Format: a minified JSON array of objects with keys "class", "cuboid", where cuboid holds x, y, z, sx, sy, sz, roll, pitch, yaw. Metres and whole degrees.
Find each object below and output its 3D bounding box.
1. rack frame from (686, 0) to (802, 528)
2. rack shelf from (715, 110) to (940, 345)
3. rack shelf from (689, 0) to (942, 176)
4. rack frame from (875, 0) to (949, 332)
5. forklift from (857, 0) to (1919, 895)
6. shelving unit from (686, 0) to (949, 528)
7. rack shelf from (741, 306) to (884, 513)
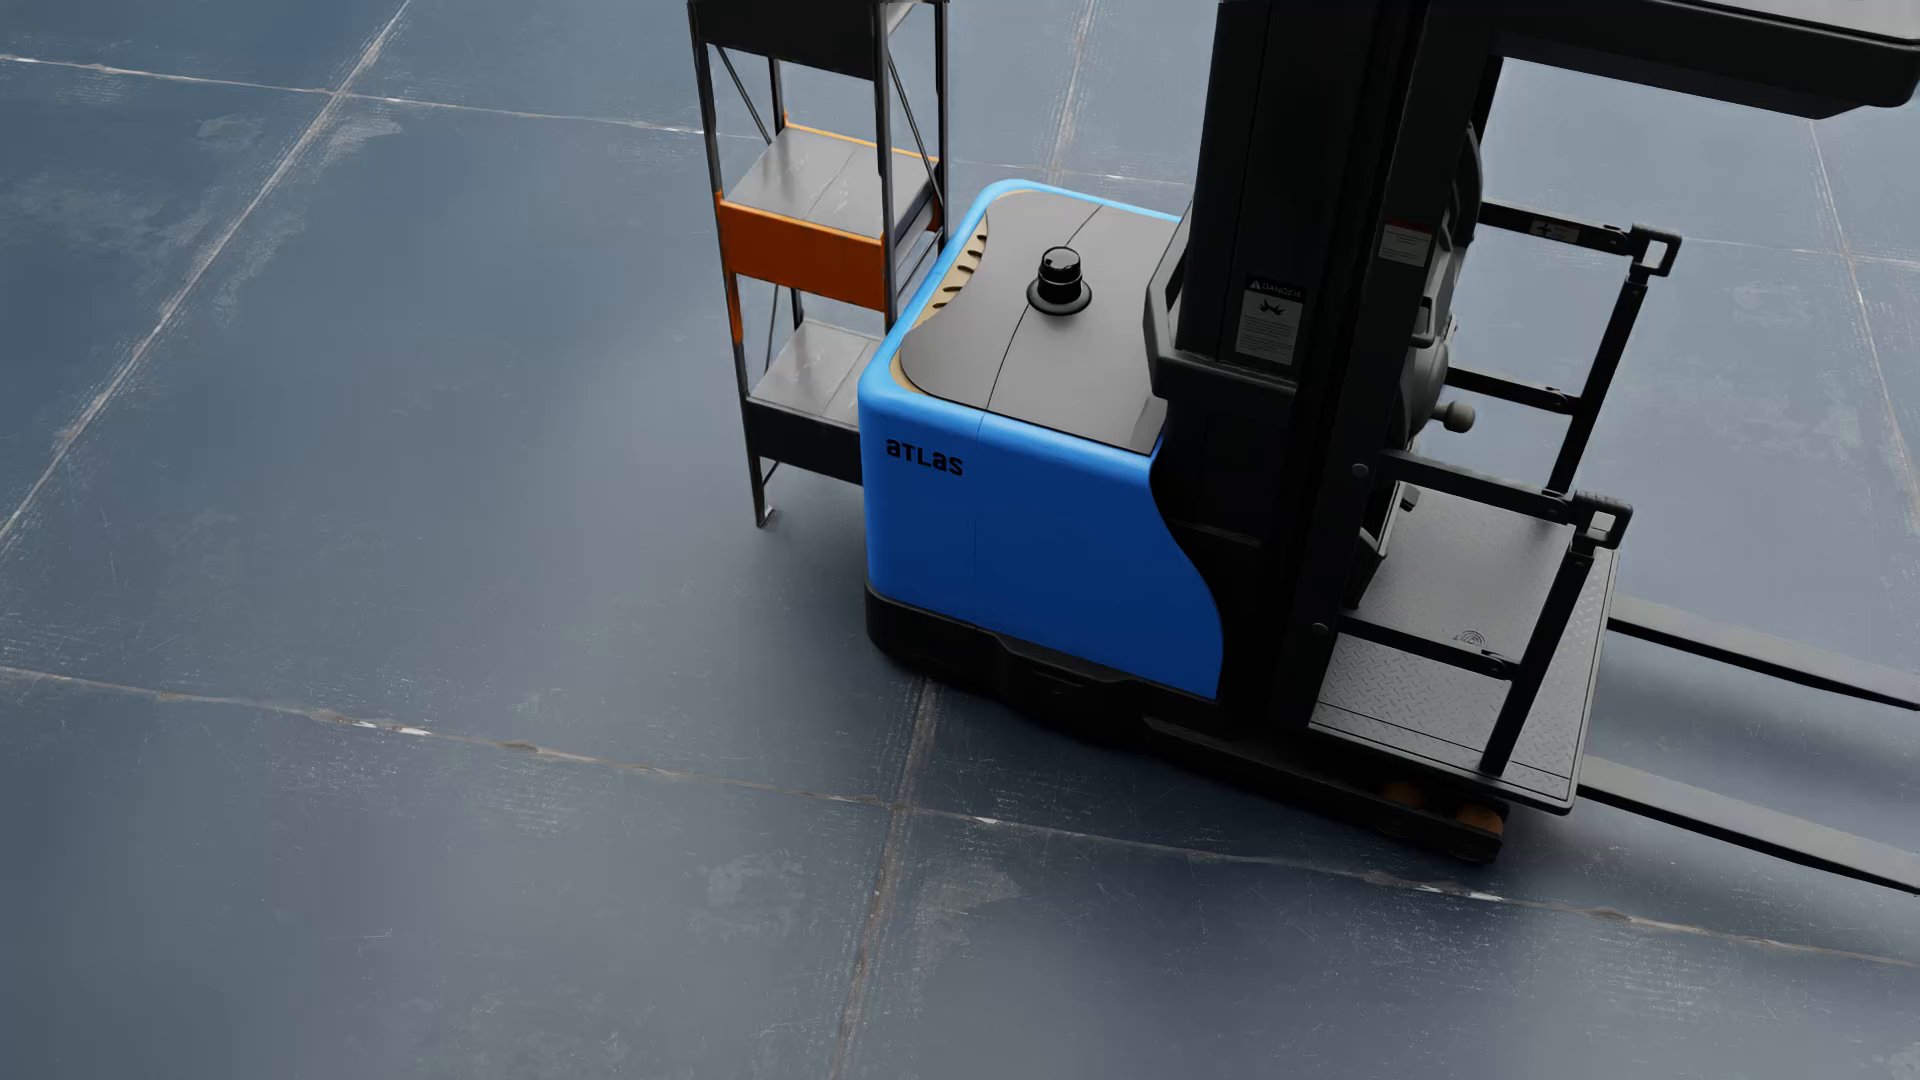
[{"class":"rack frame","cuboid":[-0.564,-0.879,4.628,0.015,2.100,0.400,17,50,14]},{"class":"rack shelf","cuboid":[-0.338,-0.802,4.577,0.480,0.518,0.431,17,50,14]},{"class":"rack shelf","cuboid":[-0.338,-1.270,4.057,0.480,0.518,0.431,17,50,14]},{"class":"rack frame","cuboid":[-0.112,-0.743,4.506,0.015,2.100,0.400,17,50,14]},{"class":"forklift","cuboid":[1.293,-0.570,3.792,3.031,2.935,1.130,17,50,14]},{"class":"shelving unit","cuboid":[-0.338,-0.811,4.567,0.503,2.100,0.431,17,50,14]},{"class":"rack shelf","cuboid":[-0.338,-0.334,5.098,0.480,0.518,0.431,17,50,14]}]
